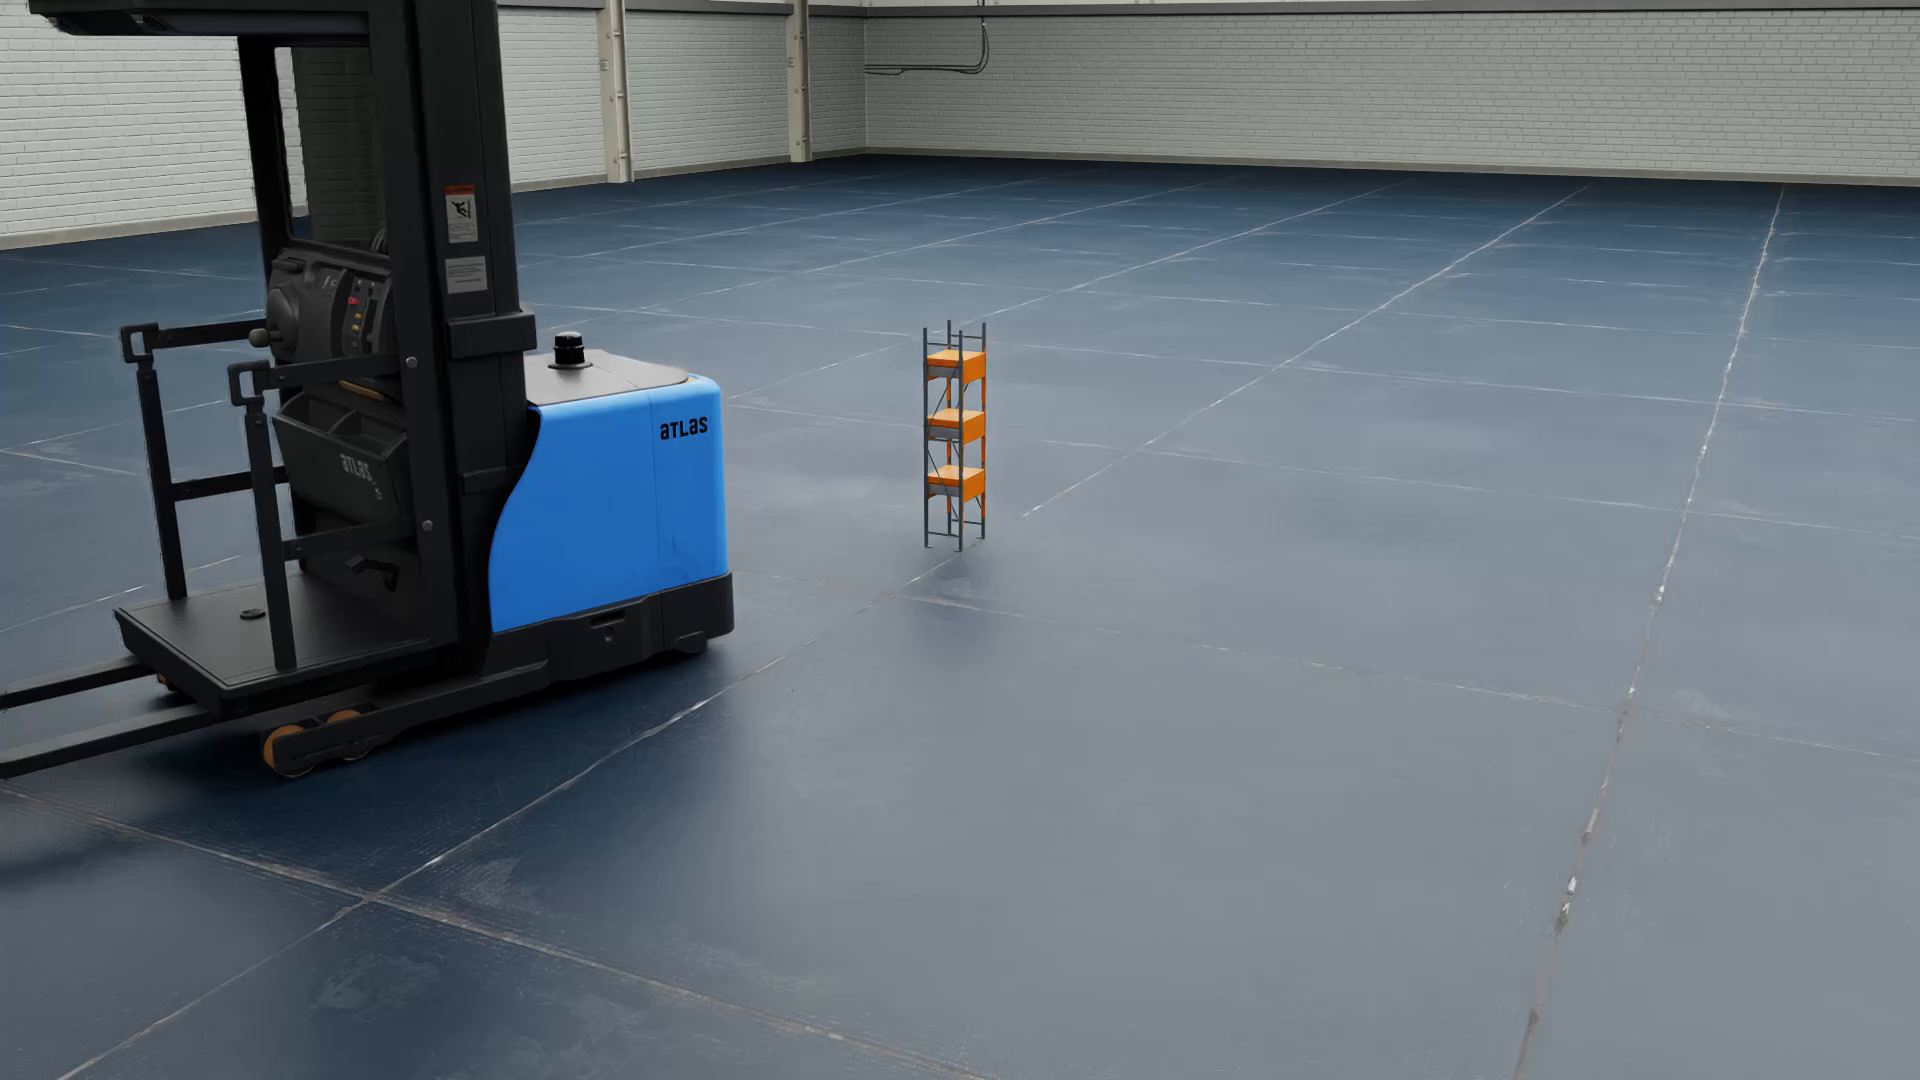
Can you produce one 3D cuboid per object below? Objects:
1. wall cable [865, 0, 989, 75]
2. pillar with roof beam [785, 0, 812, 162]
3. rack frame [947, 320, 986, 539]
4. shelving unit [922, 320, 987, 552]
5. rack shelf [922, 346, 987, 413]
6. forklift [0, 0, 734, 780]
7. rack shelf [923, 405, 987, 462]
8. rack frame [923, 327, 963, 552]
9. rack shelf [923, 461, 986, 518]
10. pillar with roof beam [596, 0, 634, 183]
[{"bbox_3d":[-0.787,-11.231,35.485,3.097,2.526,0.112,8,18,25],"label":"wall cable"},{"bbox_3d":[0.564,-11.589,31.239,9.100,9.000,0.400,8,18,25],"label":"pillar with roof beam"},{"bbox_3d":[0.031,-0.521,7.934,0.200,1.050,0.008,8,18,25],"label":"rack frame"},{"bbox_3d":[-0.024,-0.490,7.829,0.215,1.050,0.252,8,18,25],"label":"shelving unit"},{"bbox_3d":[-0.024,-0.752,7.751,0.215,0.259,0.240,8,18,25],"label":"rack shelf"},{"bbox_3d":[-2.315,-0.798,5.563,3.031,2.935,1.130,-15,22,-41],"label":"forklift"},{"bbox_3d":[-0.024,-0.479,7.832,0.215,0.259,0.240,8,18,25],"label":"rack shelf"},{"bbox_3d":[-0.078,-0.459,7.724,0.200,1.050,0.008,8,18,25],"label":"rack frame"},{"bbox_3d":[-0.024,-0.213,7.911,0.215,0.259,0.240,8,18,25],"label":"rack shelf"},{"bbox_3d":[-2.117,-10.061,26.093,9.100,9.000,0.400,8,18,25],"label":"pillar with roof beam"}]
